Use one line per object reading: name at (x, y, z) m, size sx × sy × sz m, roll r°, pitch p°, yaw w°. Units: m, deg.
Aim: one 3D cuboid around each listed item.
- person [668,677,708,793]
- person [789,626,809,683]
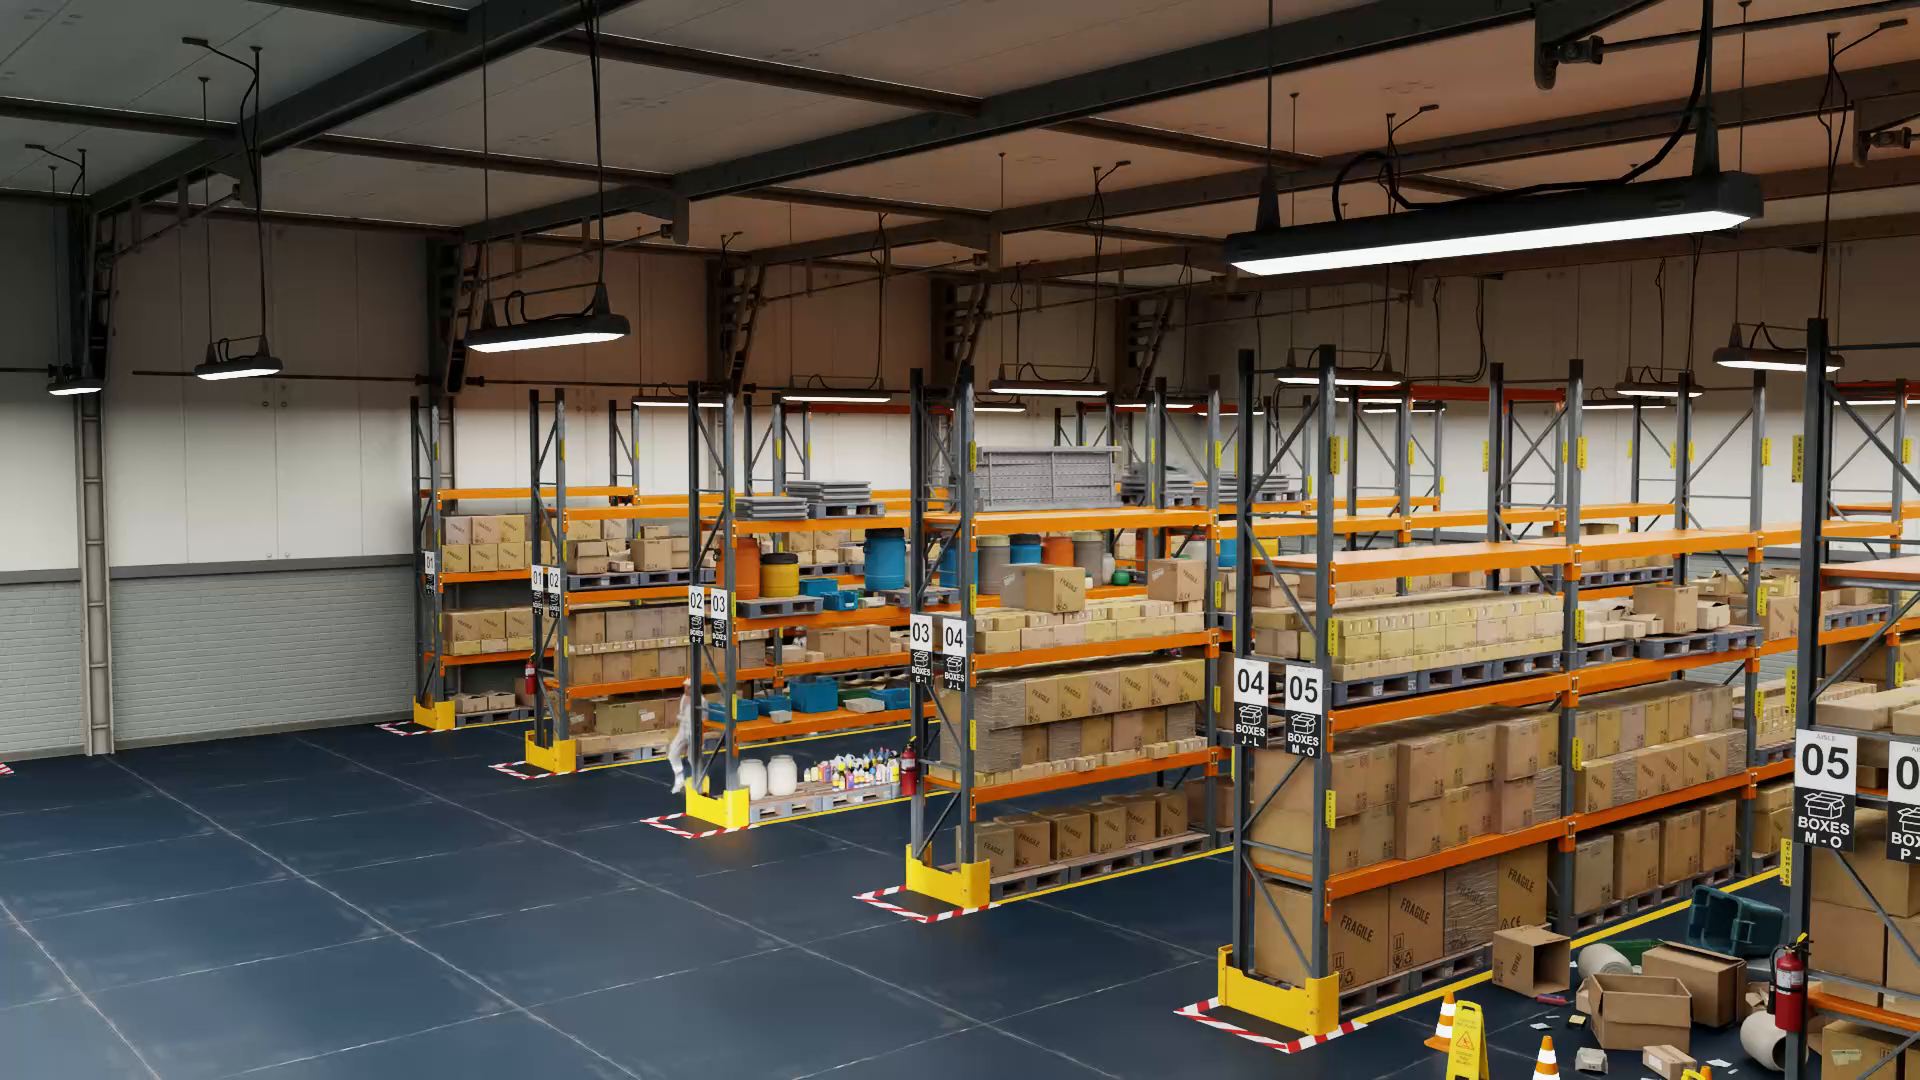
person at (-3.910, 2.875, 24.458) m, size 0.692 × 1.795 × 0.697 m, roll 2°, pitch 4°, yaw 33°
person at (-3.050, 2.440, 32.212) m, size 0.562 × 1.650 × 0.589 m, roll 3°, pitch 4°, yaw 41°
